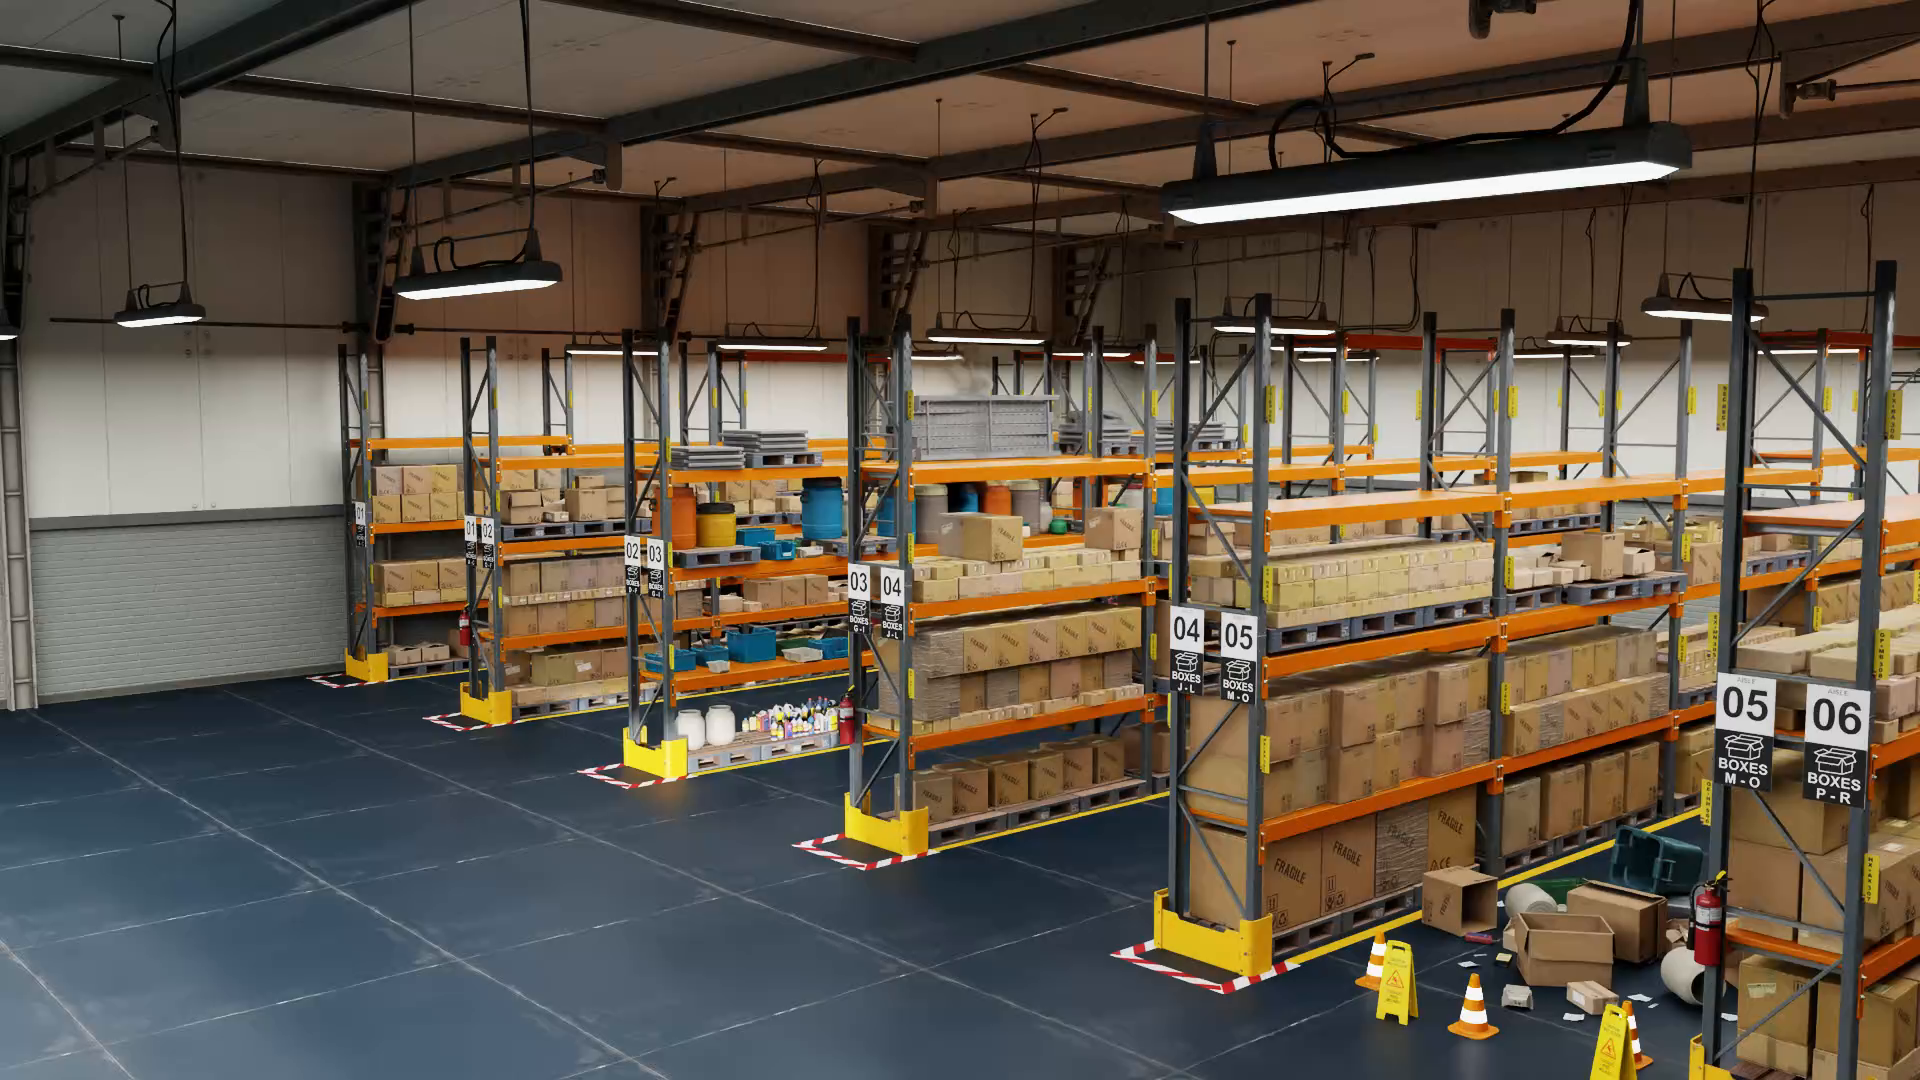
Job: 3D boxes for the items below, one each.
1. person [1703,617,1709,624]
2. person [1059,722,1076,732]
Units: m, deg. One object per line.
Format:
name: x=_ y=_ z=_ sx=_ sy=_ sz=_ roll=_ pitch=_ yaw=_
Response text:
person: x=11.938 y=2.008 z=26.148 sx=0.827 sy=1.656 sz=0.704 roll=-3 pitch=6 yaw=-30
person: x=1.459 y=1.879 z=23.740 sx=0.643 sy=1.791 sz=0.584 roll=4 pitch=7 yaw=40
